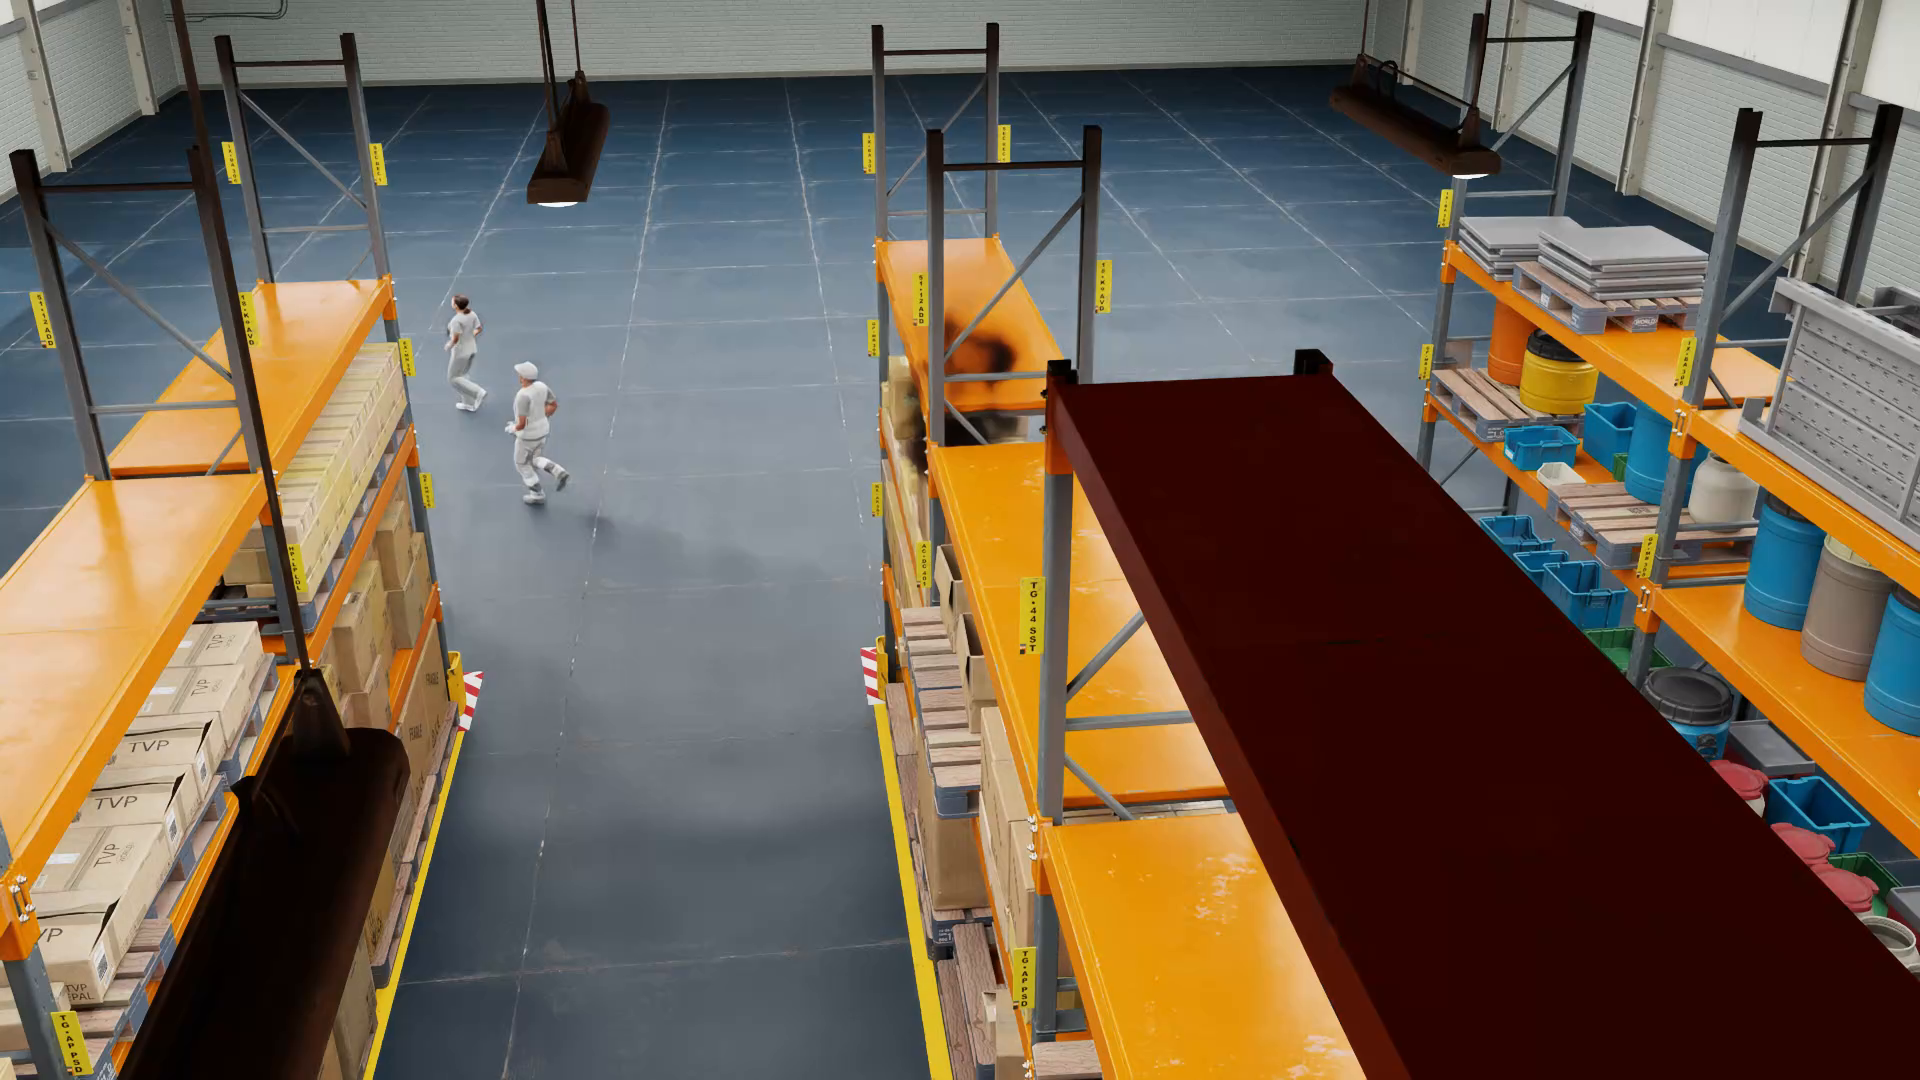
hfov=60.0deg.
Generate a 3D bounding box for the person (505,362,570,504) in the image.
[{"bbox_3d":[-4.843,-1.202,19.019,0.606,1.740,0.658,10,27,21],"label":"person"}]

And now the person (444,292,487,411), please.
[{"bbox_3d":[-6.452,-2.453,21.763,0.594,1.617,0.561,11,28,22],"label":"person"}]
